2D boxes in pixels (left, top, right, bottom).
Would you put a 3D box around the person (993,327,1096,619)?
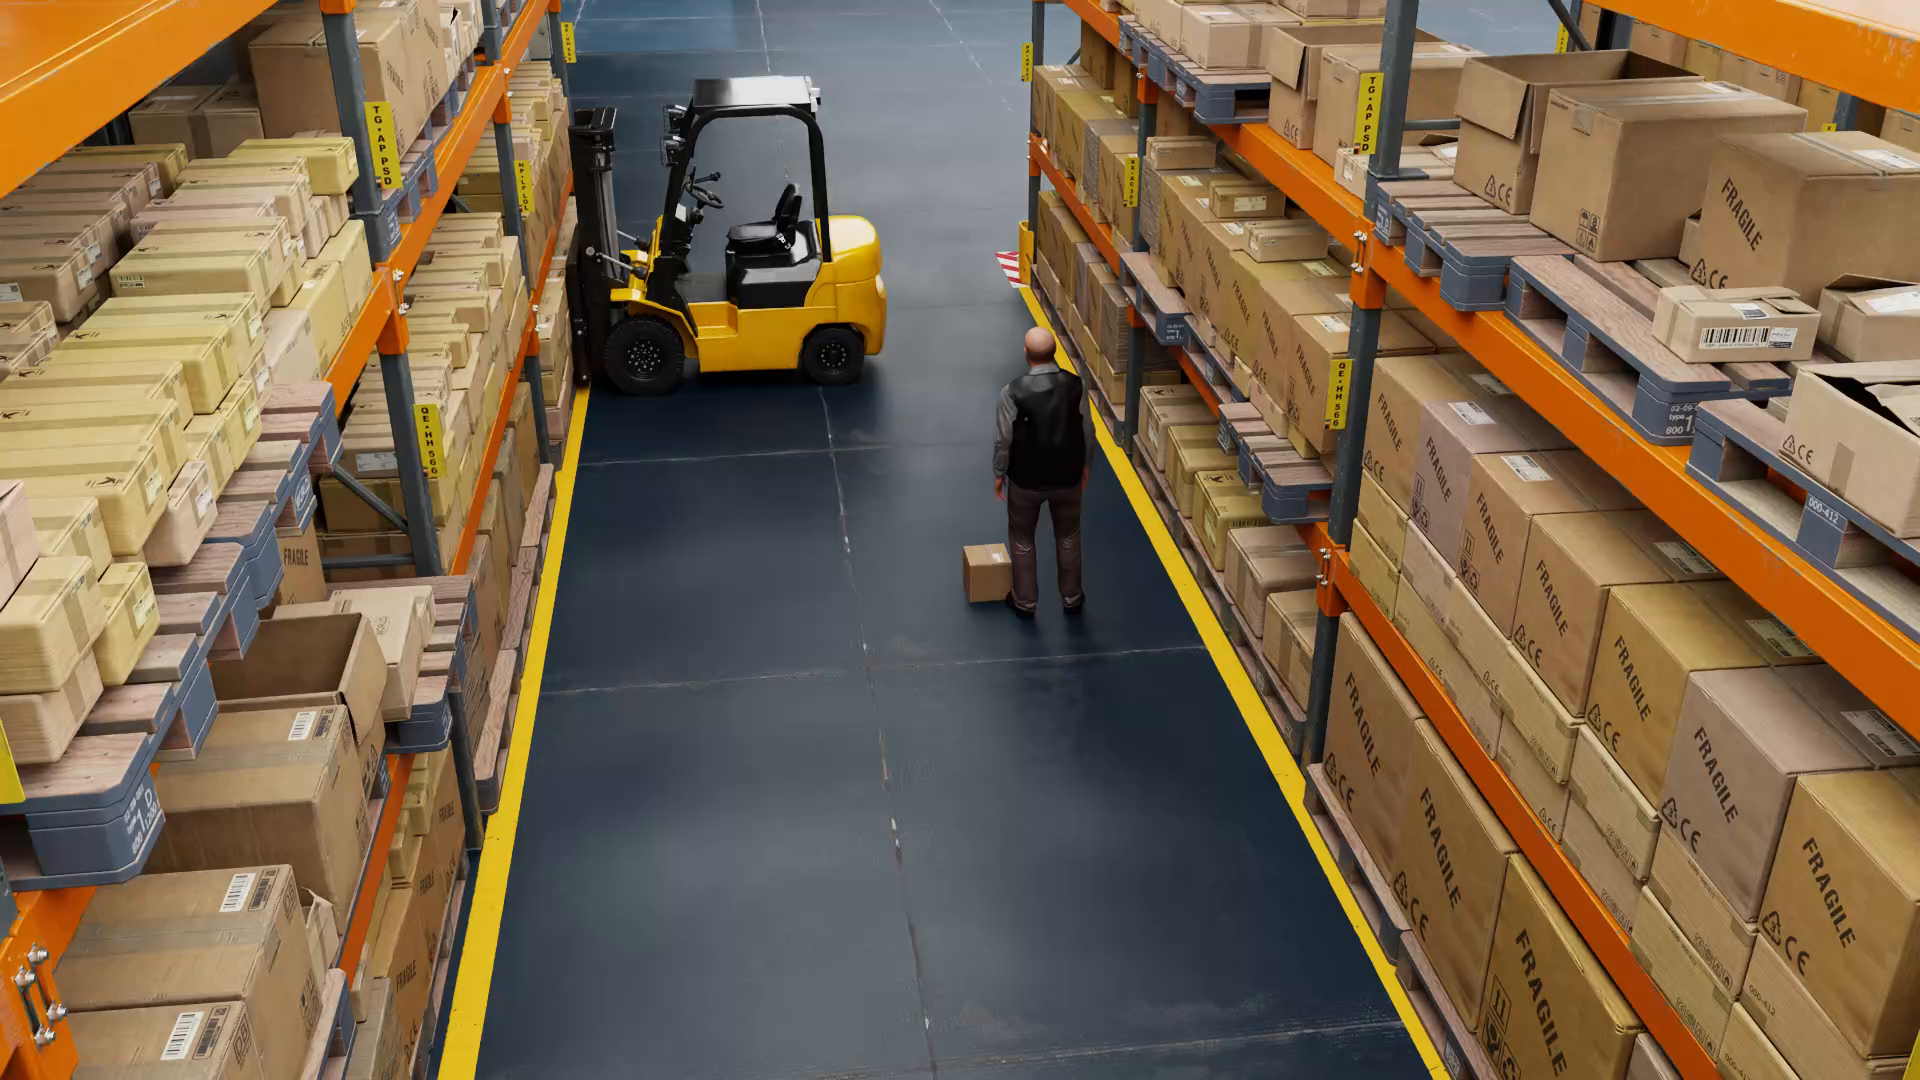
[{"bbox_3d":[0.472,-0.305,9.359,0.588,1.615,0.420,-5,27,-10],"label":"person"}]
